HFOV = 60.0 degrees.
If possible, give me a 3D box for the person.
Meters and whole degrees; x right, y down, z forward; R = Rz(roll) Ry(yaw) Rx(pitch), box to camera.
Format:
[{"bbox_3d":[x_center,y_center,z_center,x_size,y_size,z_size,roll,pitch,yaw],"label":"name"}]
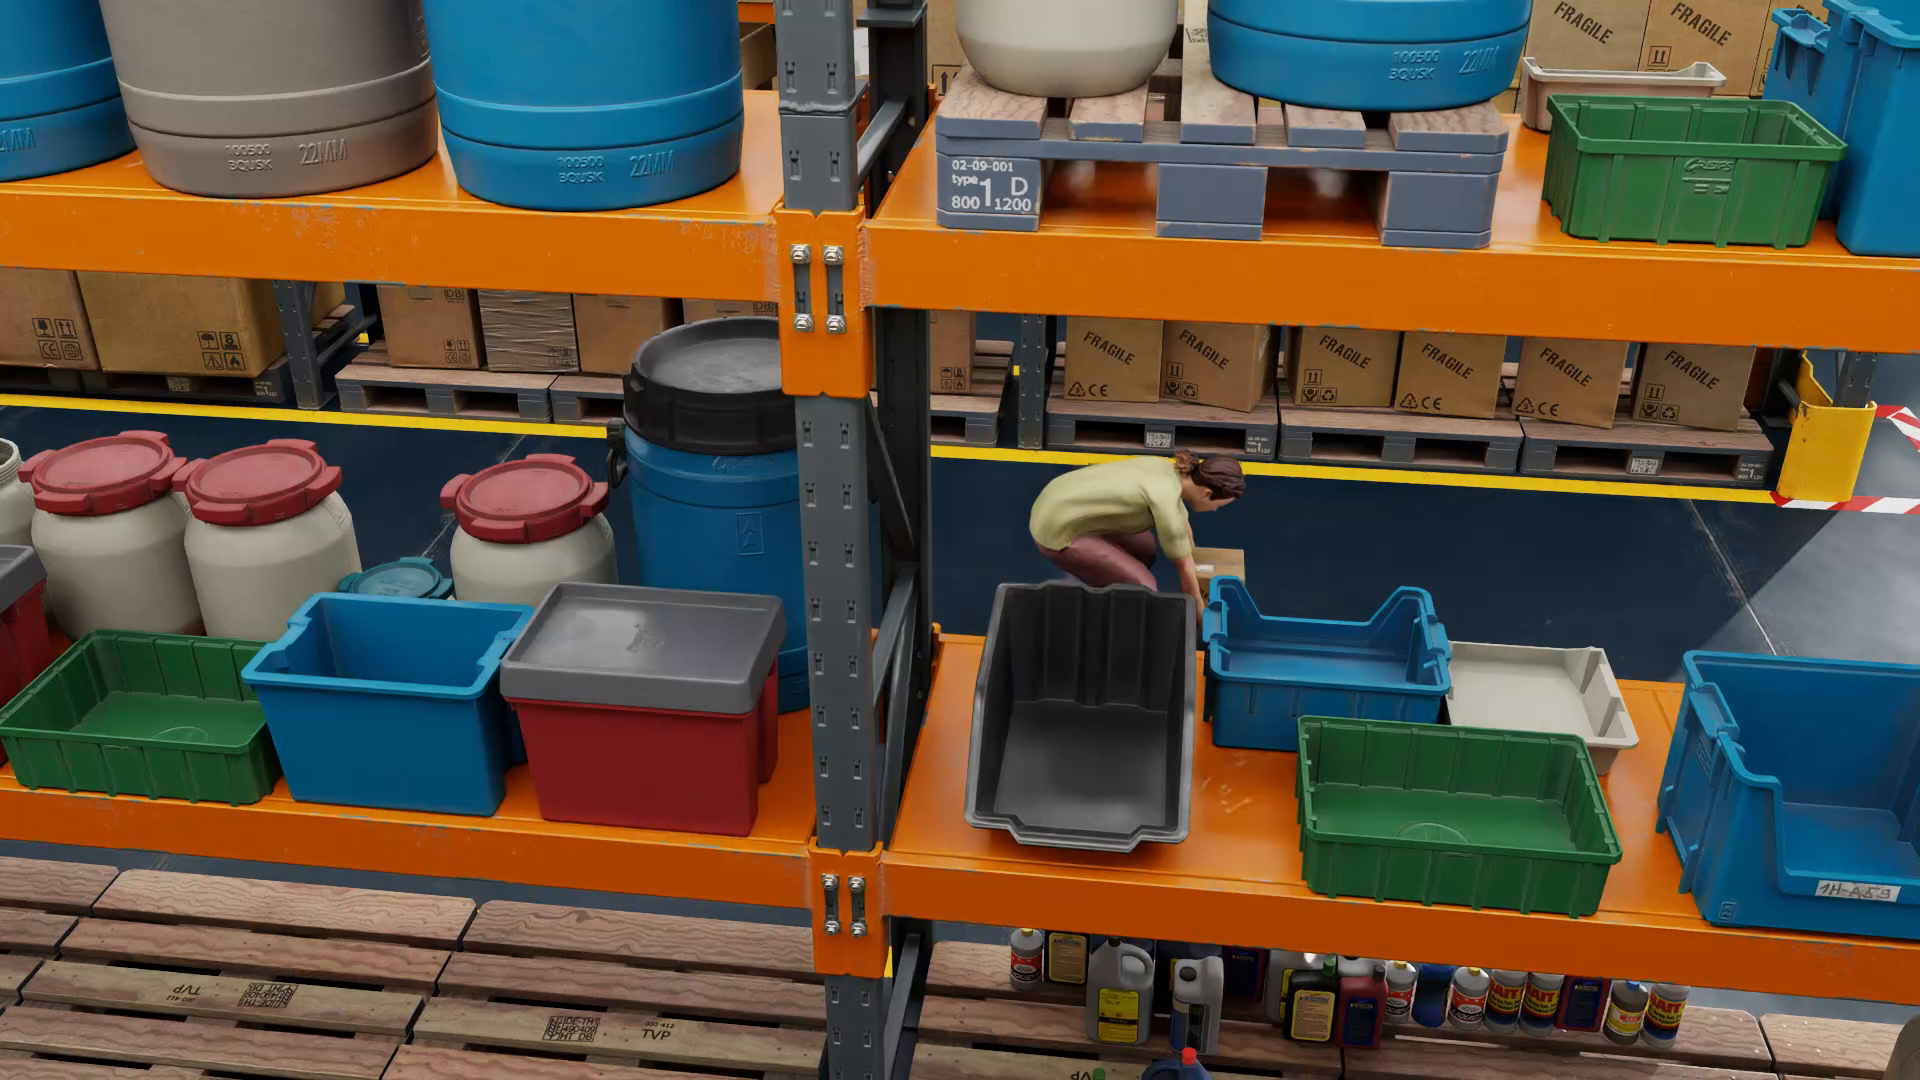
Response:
[{"bbox_3d":[0.709,0.067,6.801,0.852,0.914,0.472,2,29,4],"label":"person"}]
